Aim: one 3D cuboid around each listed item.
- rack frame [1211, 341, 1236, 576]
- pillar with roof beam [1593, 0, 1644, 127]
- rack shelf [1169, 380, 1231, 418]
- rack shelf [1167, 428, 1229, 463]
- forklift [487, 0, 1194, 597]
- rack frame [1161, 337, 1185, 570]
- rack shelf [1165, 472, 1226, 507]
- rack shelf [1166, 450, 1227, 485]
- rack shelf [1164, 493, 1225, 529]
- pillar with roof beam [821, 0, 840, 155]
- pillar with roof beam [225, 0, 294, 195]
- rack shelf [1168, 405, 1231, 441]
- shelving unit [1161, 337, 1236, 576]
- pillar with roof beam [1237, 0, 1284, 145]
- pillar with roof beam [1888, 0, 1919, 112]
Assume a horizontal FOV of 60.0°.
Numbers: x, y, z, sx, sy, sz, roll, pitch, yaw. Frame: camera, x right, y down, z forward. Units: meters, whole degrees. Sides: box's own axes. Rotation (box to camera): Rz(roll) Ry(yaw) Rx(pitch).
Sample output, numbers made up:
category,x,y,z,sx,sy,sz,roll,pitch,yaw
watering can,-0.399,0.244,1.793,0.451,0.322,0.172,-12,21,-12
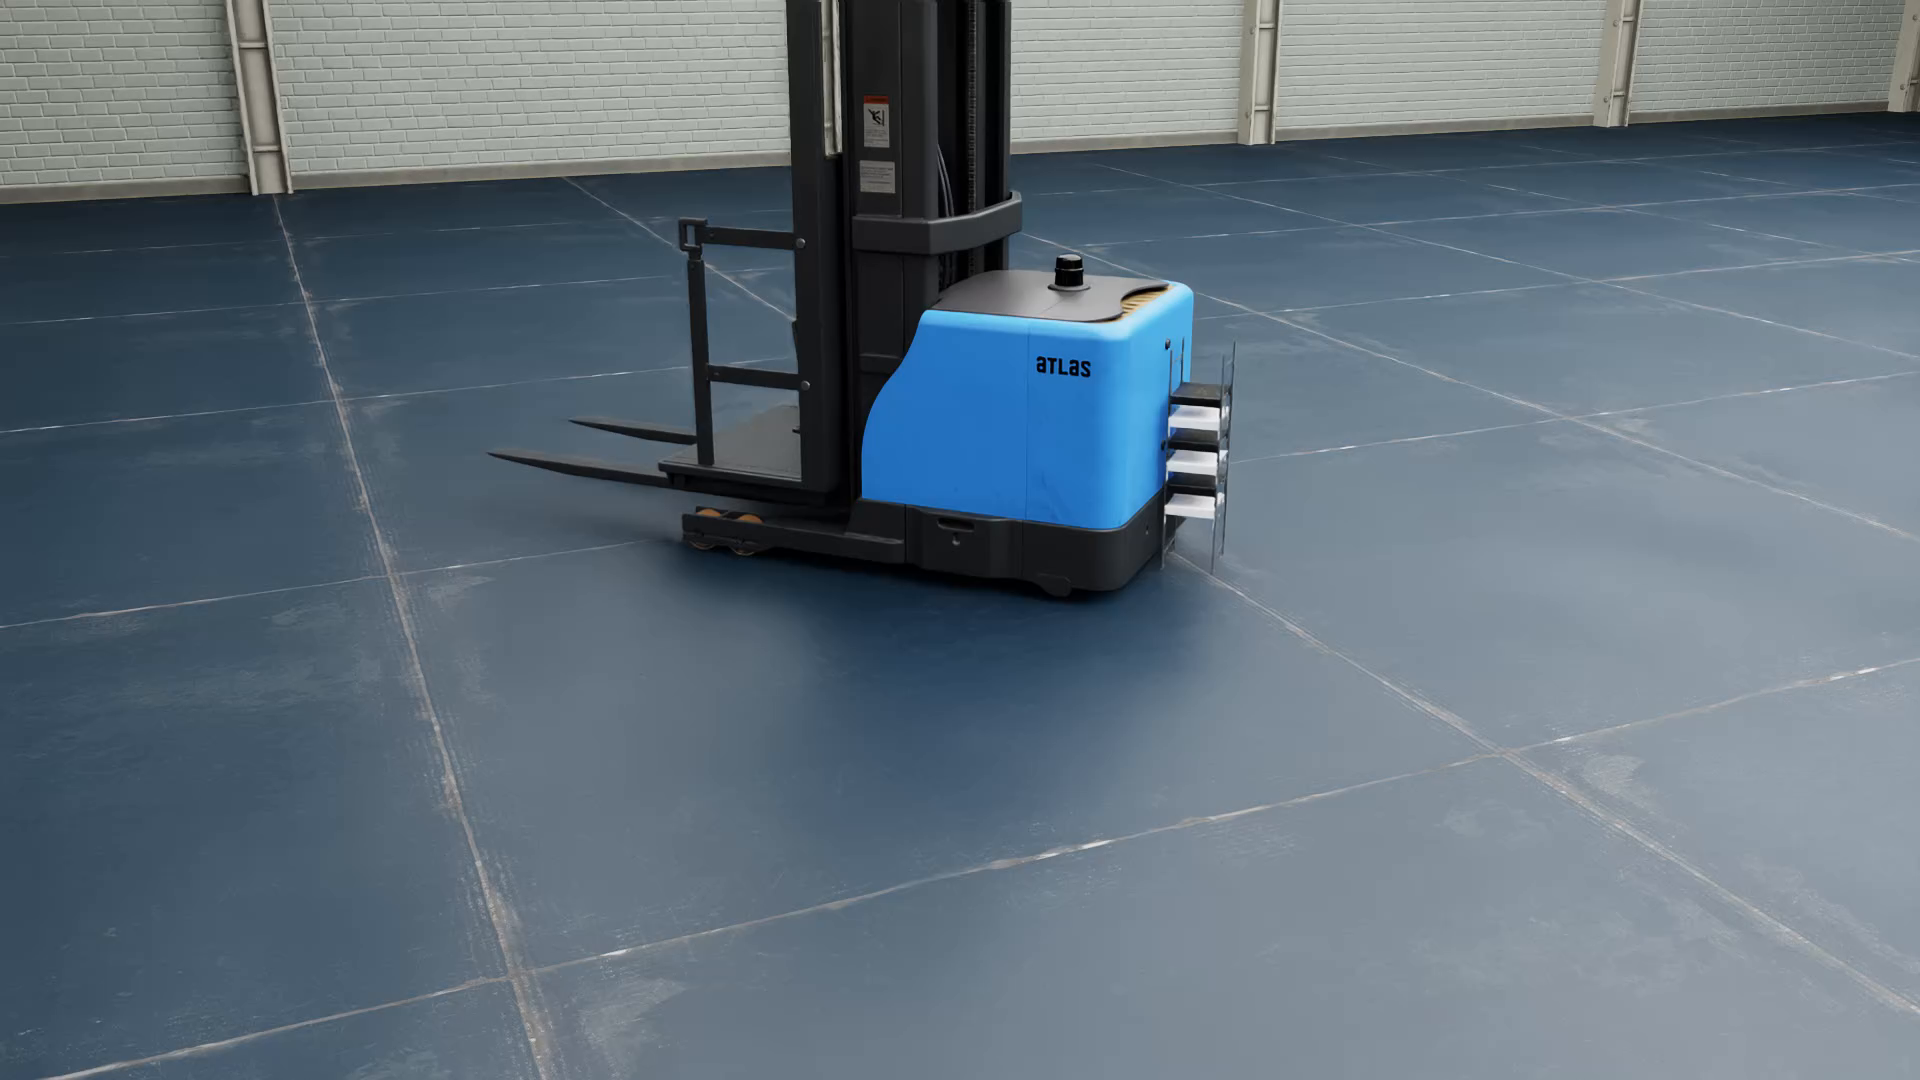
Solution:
category,x,y,z,sx,sy,sz,roll,pitch,yaw
rack frame,1.042,-0.320,6.575,0.006,0.900,0.240,7,20,18
pillar with roof beam,11.085,-8.914,18.790,0.400,9.000,9.100,-8,21,-22
rack shelf,0.946,-0.554,6.528,0.200,0.077,0.258,7,20,18
rack shelf,0.946,-0.385,6.588,0.200,0.077,0.258,7,20,18
forklift,-0.602,-1.468,6.778,3.031,2.935,1.130,8,21,22
rack frame,0.850,-0.342,6.638,0.006,0.900,0.240,7,20,18
rack shelf,0.946,-0.215,6.648,0.200,0.077,0.258,7,20,18
rack shelf,0.946,-0.300,6.618,0.200,0.077,0.258,7,20,18
rack shelf,0.946,-0.130,6.677,0.200,0.077,0.258,7,20,18
pillar with roof beam,0.066,-7.336,14.307,0.400,9.000,9.100,-8,21,-22
pillar with roof beam,-5.443,-6.546,12.065,0.400,9.000,9.100,-8,21,-22
rack shelf,0.946,-0.469,6.558,0.200,0.077,0.258,7,20,18
shelving unit,0.946,-0.331,6.606,0.210,0.900,0.258,7,20,18
pillar with roof beam,5.575,-8.125,16.549,0.400,9.000,9.100,-8,21,-22
pillar with roof beam,16.594,-9.704,21.032,0.400,9.000,9.100,-8,21,-22
